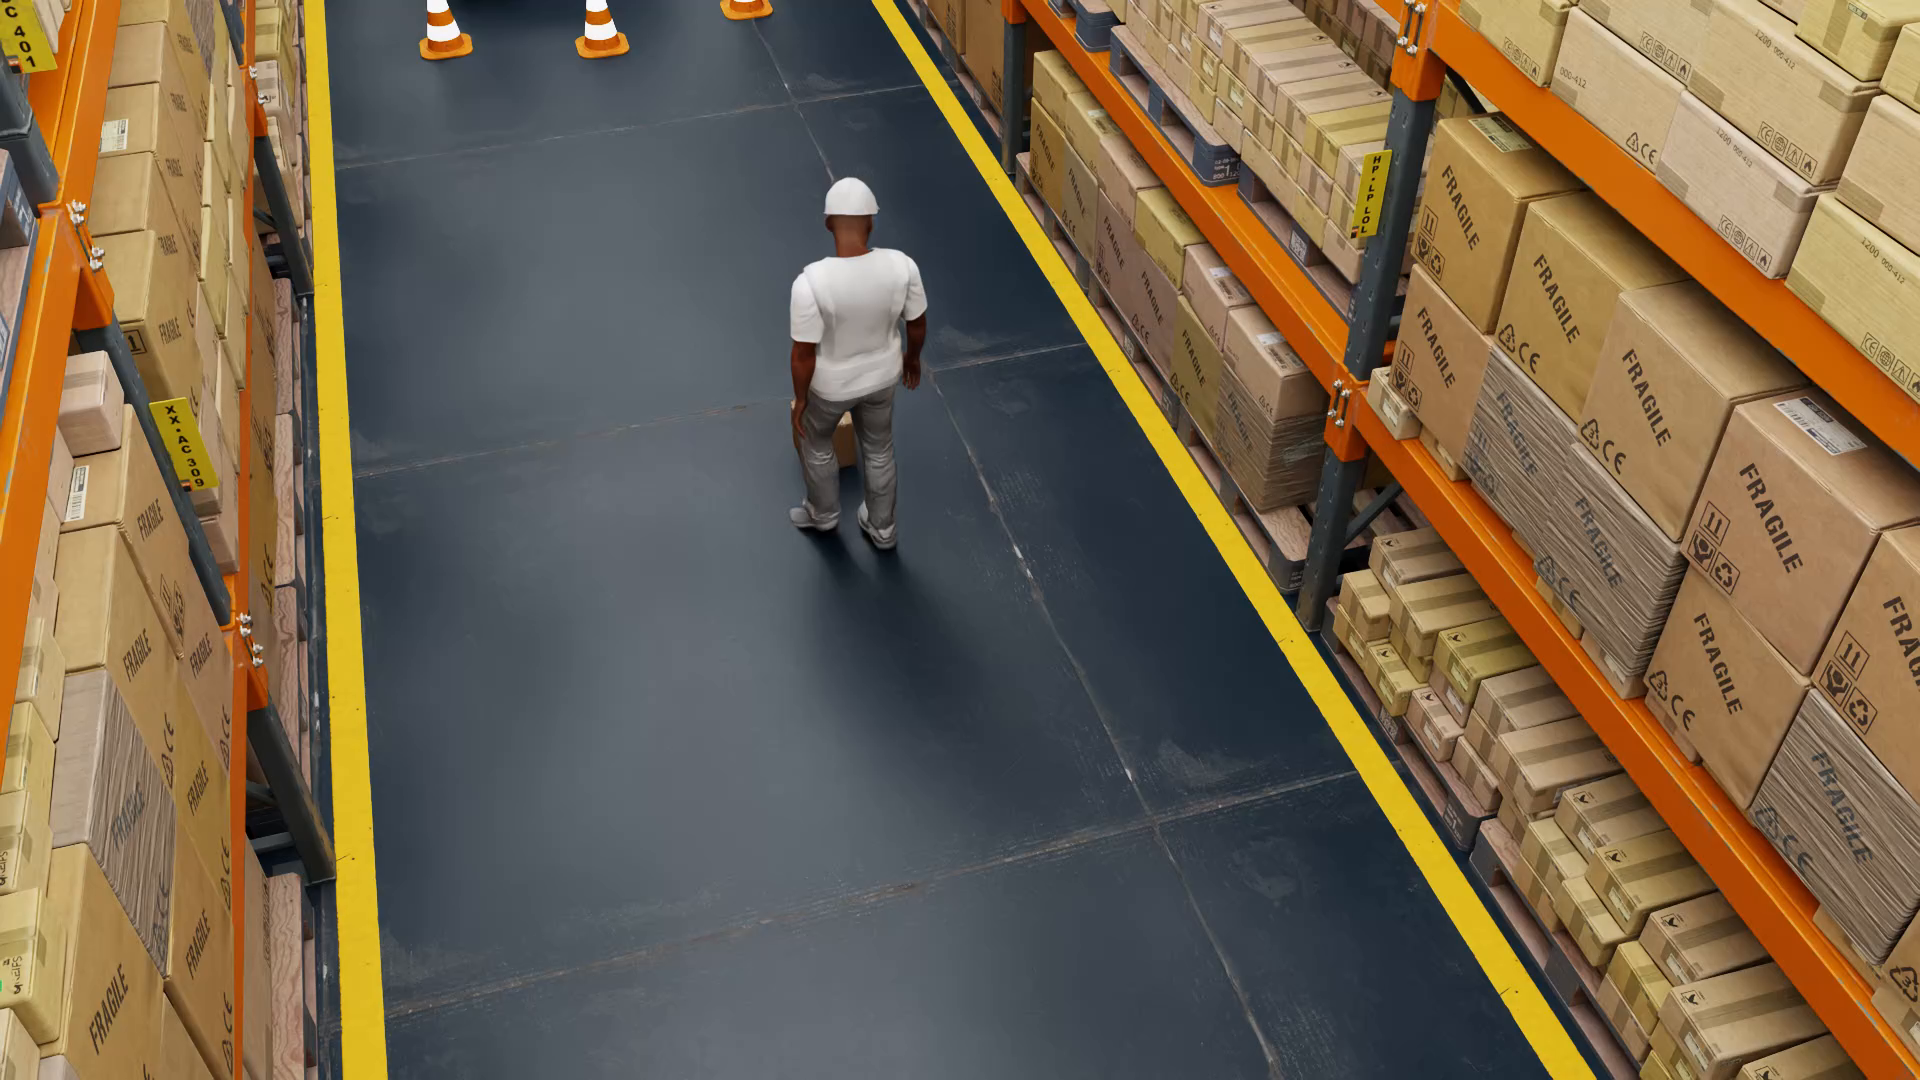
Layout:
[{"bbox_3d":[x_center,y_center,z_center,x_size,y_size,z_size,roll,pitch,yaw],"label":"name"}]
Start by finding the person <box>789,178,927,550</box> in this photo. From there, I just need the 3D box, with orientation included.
[{"bbox_3d":[-0.466,-0.702,6.932,0.615,1.814,0.503,-17,45,-18],"label":"person"}]
